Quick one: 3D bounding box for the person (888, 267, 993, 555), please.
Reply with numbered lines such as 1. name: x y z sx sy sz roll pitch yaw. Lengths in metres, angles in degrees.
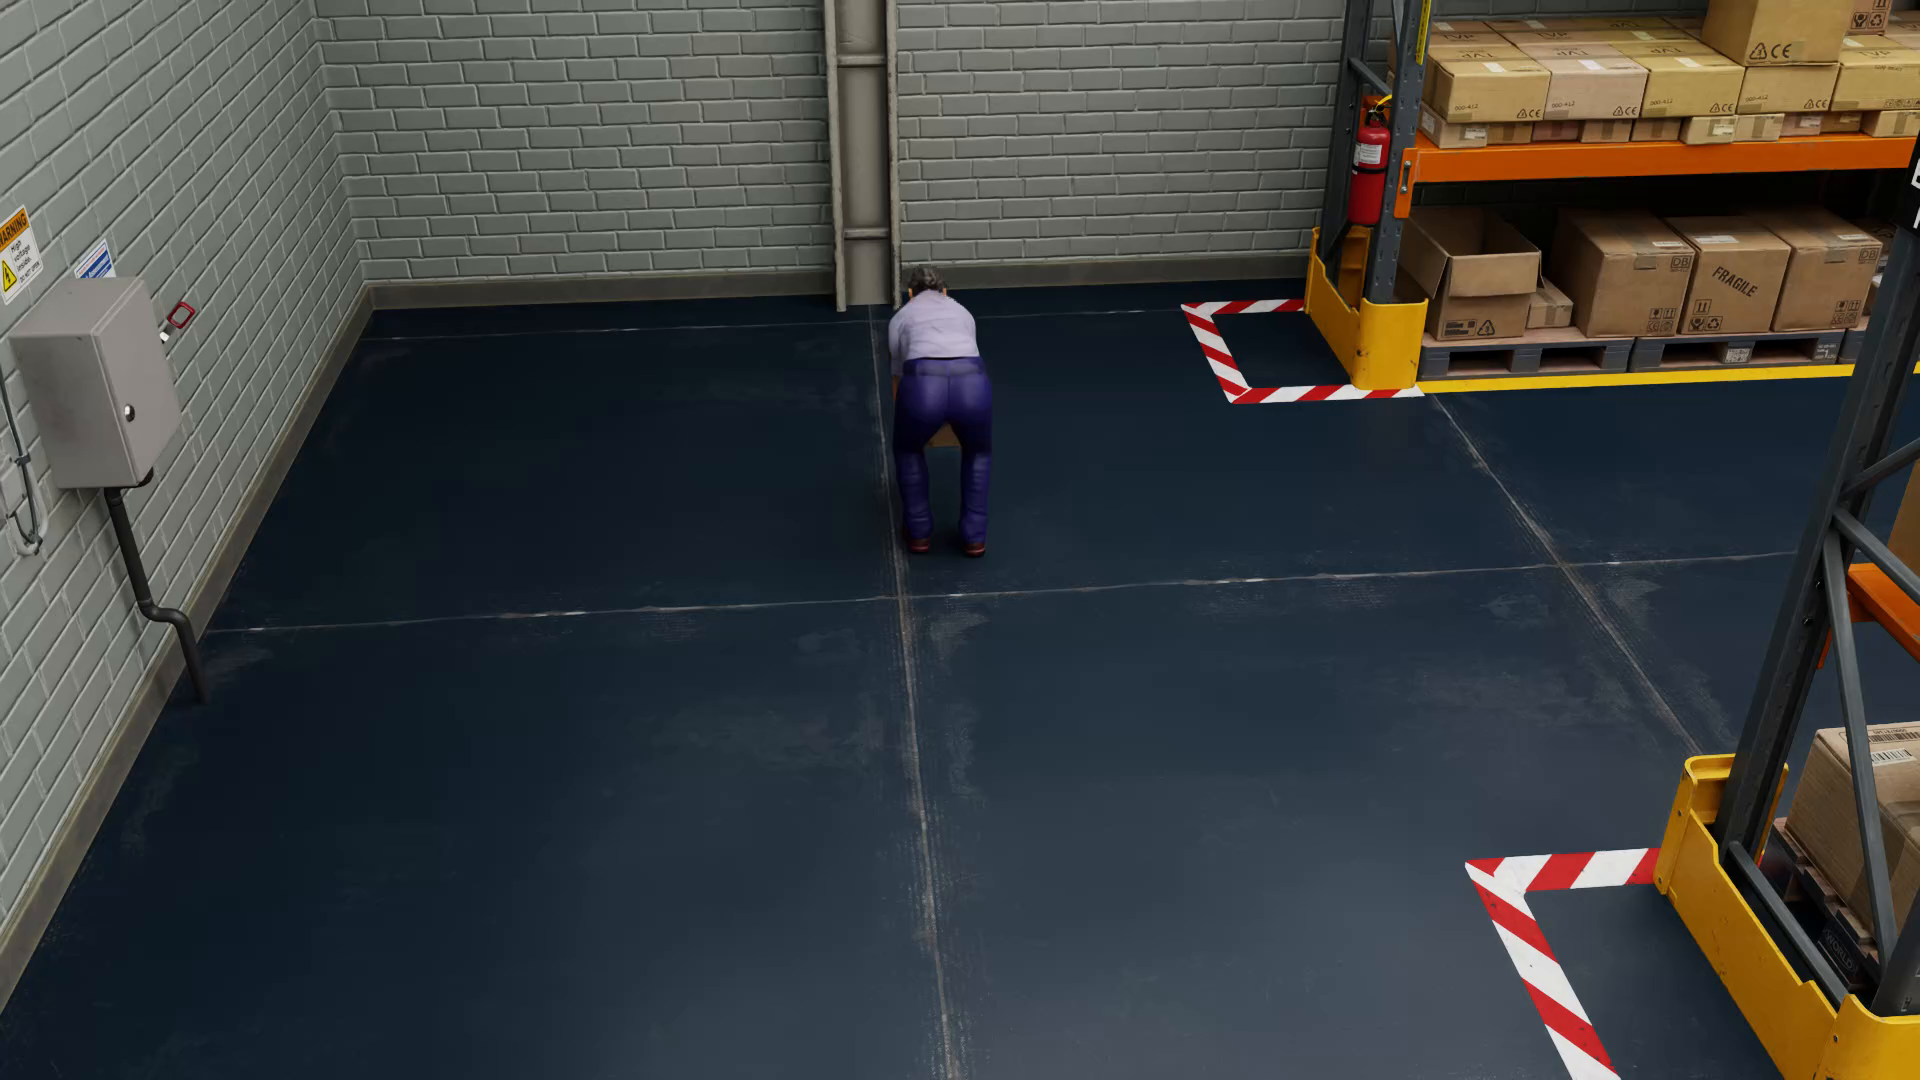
1. person: -0.095 -0.575 7.576 0.455 1.153 0.888 -4 31 -6
